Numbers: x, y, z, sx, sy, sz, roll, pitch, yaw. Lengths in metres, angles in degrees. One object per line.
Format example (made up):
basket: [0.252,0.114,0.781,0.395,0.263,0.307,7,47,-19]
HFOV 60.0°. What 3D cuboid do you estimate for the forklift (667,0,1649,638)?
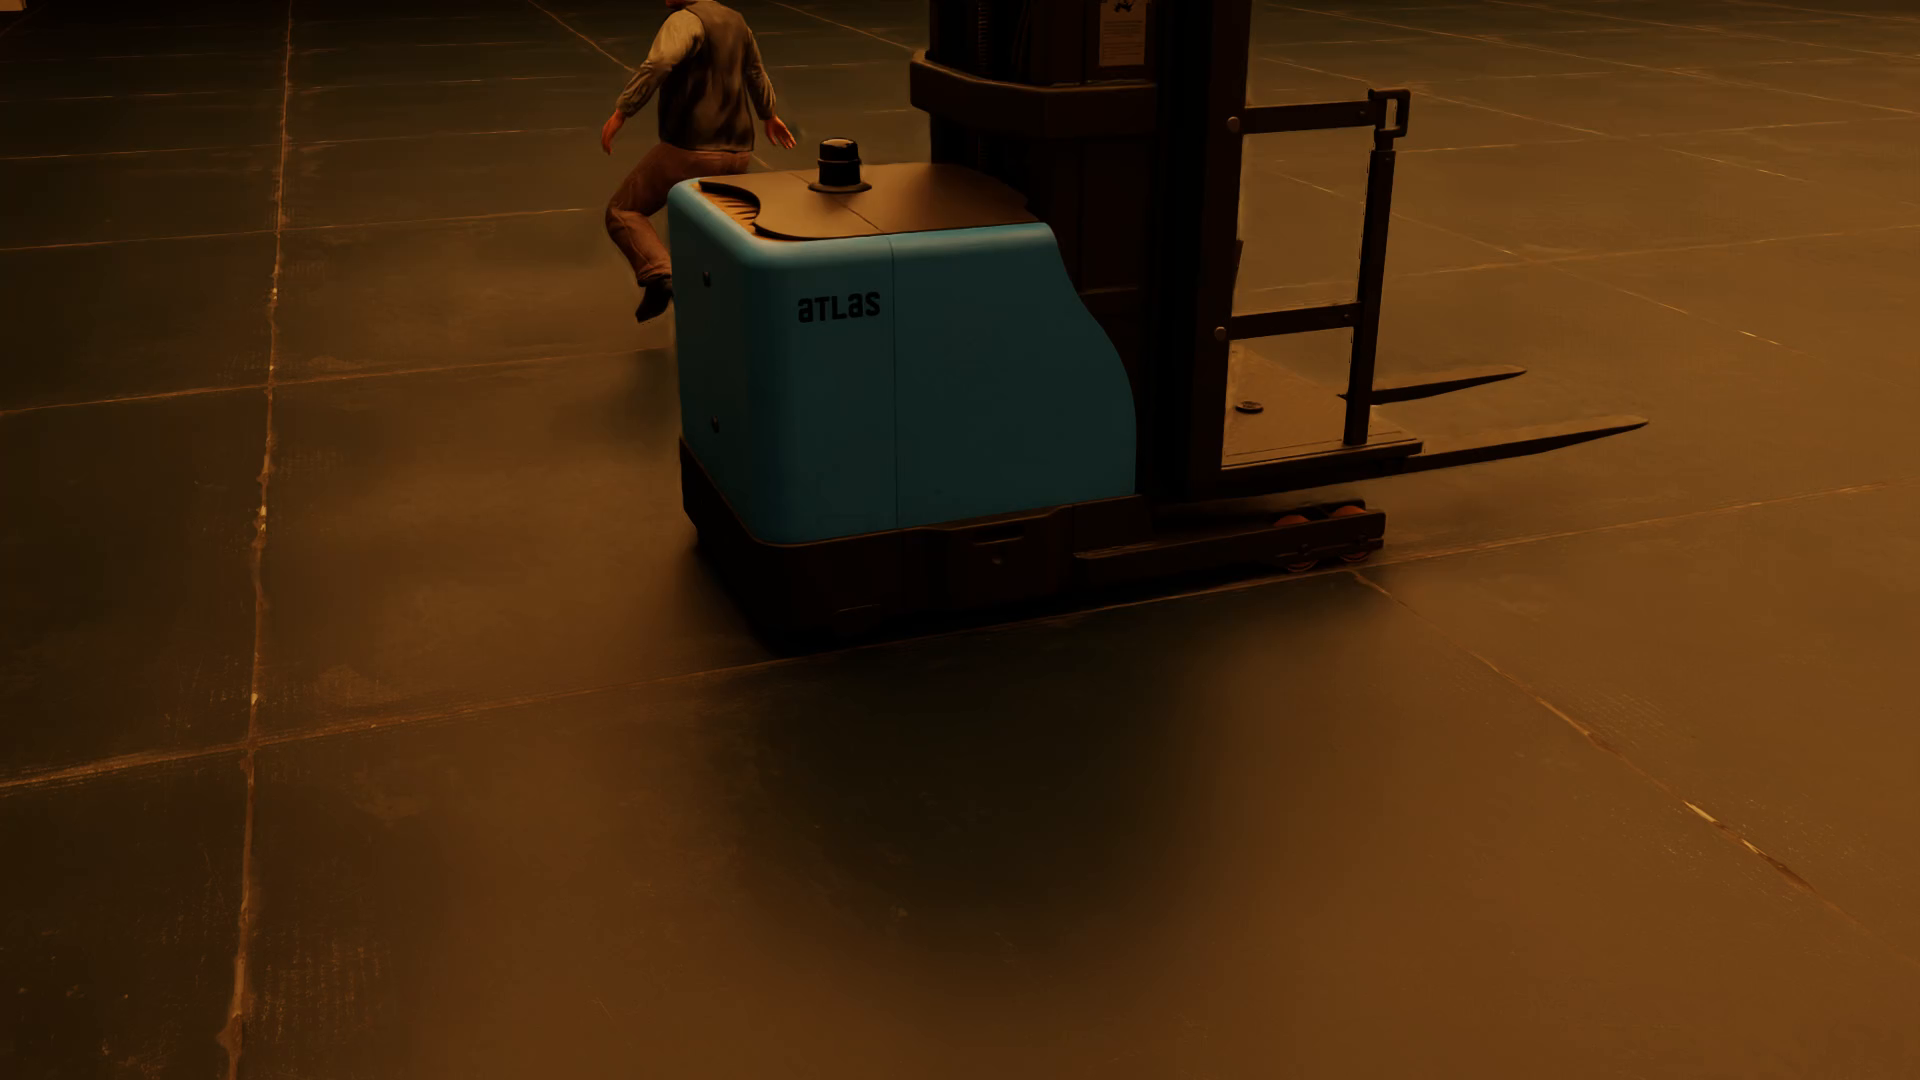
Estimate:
forklift: [0.717,-1.438,4.718,3.031,2.935,1.130,-9,24,-20]

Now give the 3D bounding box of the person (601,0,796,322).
person: [-1.127,-1.735,7.248,0.502,1.606,1.099,15,27,32]
